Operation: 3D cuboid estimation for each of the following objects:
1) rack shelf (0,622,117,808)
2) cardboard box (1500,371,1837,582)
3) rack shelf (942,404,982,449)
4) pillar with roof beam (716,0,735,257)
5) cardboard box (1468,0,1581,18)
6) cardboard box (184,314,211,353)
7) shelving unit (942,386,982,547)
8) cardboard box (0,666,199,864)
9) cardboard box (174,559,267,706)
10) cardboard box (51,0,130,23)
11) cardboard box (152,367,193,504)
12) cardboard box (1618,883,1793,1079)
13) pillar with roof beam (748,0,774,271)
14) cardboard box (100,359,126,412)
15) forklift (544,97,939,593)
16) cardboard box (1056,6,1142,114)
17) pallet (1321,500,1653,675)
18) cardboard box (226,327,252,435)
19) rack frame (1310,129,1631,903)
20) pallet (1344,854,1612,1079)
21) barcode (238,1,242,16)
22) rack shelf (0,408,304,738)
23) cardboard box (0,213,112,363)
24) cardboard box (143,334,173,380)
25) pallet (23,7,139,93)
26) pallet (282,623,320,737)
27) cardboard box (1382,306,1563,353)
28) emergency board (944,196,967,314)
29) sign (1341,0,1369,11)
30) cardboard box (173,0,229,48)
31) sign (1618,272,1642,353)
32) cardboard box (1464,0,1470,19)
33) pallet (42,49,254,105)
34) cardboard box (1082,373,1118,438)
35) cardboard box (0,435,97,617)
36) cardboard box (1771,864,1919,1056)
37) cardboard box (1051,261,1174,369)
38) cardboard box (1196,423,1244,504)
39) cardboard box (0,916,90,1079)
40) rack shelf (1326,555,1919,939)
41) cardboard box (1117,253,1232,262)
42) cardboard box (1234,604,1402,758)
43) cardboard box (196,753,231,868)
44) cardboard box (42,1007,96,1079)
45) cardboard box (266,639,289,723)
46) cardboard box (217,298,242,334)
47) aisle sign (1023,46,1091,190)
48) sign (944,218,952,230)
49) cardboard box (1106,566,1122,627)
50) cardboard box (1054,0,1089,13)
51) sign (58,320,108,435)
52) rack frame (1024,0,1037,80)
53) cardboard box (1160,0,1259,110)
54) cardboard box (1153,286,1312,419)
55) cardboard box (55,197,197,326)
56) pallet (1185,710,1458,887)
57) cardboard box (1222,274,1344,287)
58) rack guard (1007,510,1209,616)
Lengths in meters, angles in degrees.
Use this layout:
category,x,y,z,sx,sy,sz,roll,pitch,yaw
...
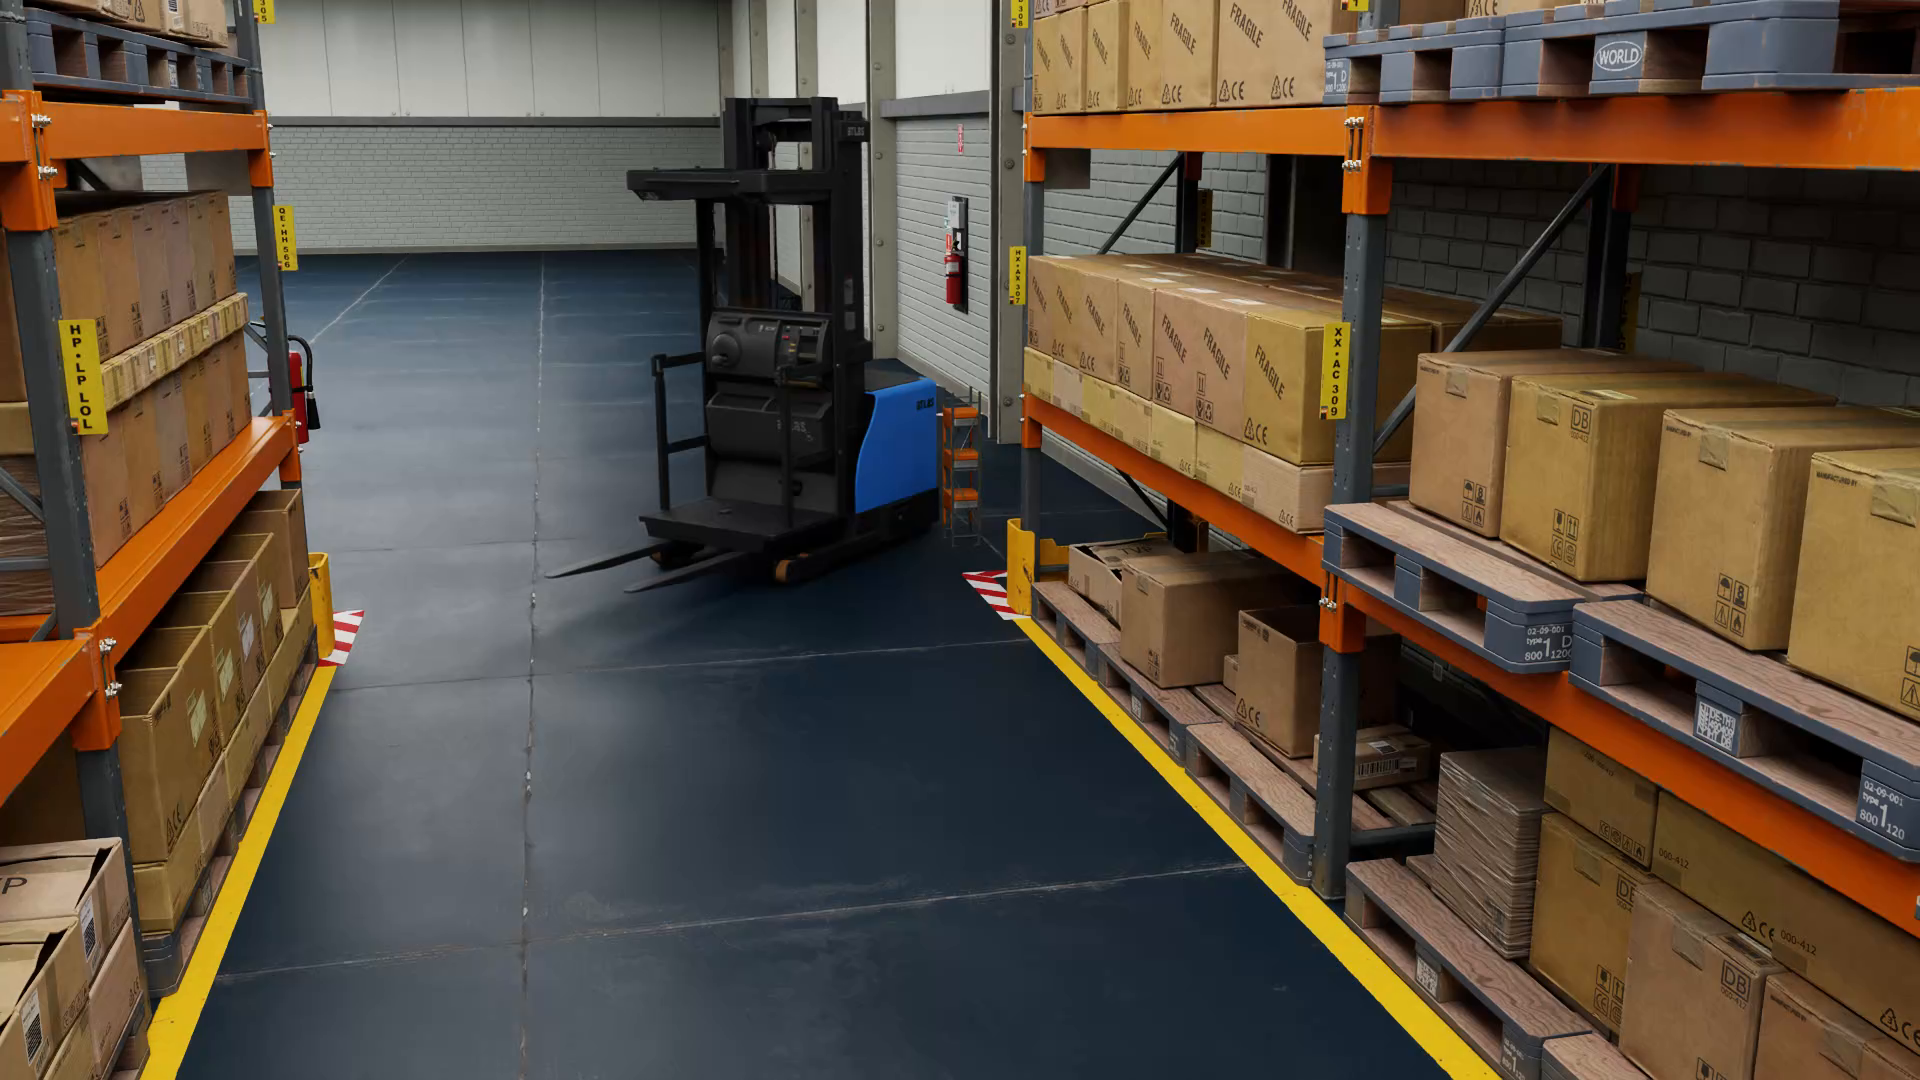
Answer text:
category,x,y,z,sx,sy,sz,roll,pitch,yaw
rack shelf,-2.549,0.906,2.915,1.077,0.370,4.000,-3,14,-13
cardboard box,2.007,-0.196,4.770,0.700,0.500,0.500,-2,14,-7
rack shelf,0.013,-0.763,11.187,0.215,0.259,0.240,-3,14,-13
pillar with roof beam,-9.368,-10.587,35.799,9.100,9.000,0.400,-3,14,-13
cardboard box,1.847,-1.761,4.899,0.500,0.500,0.500,-1,14,-5
cardboard box,-3.441,-0.876,7.115,0.380,0.149,0.250,-3,14,-11
shelving unit,0.013,-0.498,11.252,0.215,1.050,0.252,-3,14,-13
cardboard box,-2.823,0.738,5.415,0.500,0.500,0.500,-3,14,-13
cardboard box,-3.177,0.392,6.831,0.500,0.500,0.500,-3,14,-13
cardboard box,-3.007,-1.846,5.352,0.500,0.311,0.500,-4,14,-16
cardboard box,-3.494,-0.411,6.578,0.700,0.500,0.500,-3,14,-11
cardboard box,2.236,1.224,4.437,0.700,0.500,0.500,-3,14,-13
pillar with roof beam,-7.959,-9.202,30.133,9.100,9.000,0.400,-3,14,-13
cardboard box,-3.077,-0.519,5.655,0.380,0.149,0.250,-3,14,-14
forklift,-1.340,-1.264,10.425,1.130,2.935,3.031,8,16,30
cardboard box,0.784,-2.403,8.370,0.500,0.500,0.500,-2,14,-9
pallet,1.834,0.096,5.119,1.003,0.211,1.213,-3,14,-13
cardboard box,-3.860,-0.768,8.039,0.700,0.500,0.500,-3,14,-13
rack frame,1.796,-0.182,5.852,1.000,3.000,0.127,-3,14,-13
pallet,1.980,1.352,5.448,1.003,0.211,1.213,-3,14,-13
barcode,-3.418,-2.524,7.895,0.001,0.075,0.075,-3,14,-13
rack shelf,-3.488,-0.017,6.692,1.077,0.370,4.000,-3,14,-13
cardboard box,-3.248,-0.802,5.446,0.700,0.500,0.500,-3,14,-13
cardboard box,-3.260,-0.699,6.389,0.380,0.149,0.250,-3,14,-14
pallet,-3.244,-1.514,5.172,1.003,0.211,1.213,-3,14,-13
pallet,-3.737,0.701,8.113,1.003,0.211,1.213,-3,14,-13
cardboard box,1.889,-0.603,6.269,0.500,0.500,0.500,-4,14,-14
emergency board,-0.091,-2.948,17.173,0.194,1.169,0.643,-3,14,-13
sign,1.270,-1.858,5.303,0.100,0.325,0.005,-3,14,-13
cardboard box,-3.431,-2.233,7.063,0.500,0.250,0.500,-3,14,-13
sign,2.335,-0.776,5.844,0.100,0.325,0.005,-3,14,-13
cardboard box,1.926,-1.824,6.002,0.500,0.500,0.500,-3,14,-11
pallet,-3.817,-2.077,7.476,1.003,0.211,1.213,-3,14,-13
cardboard box,0.912,-0.674,8.141,0.500,0.250,0.500,-4,14,-14
cardboard box,-3.129,-0.056,5.124,0.700,0.500,0.500,-4,14,-15
cardboard box,2.317,0.961,3.935,0.500,0.250,0.500,-3,14,-13
cardboard box,0.783,-1.164,8.567,0.500,0.500,0.500,-3,14,-13
cardboard box,1.281,-0.327,6.717,0.500,0.250,0.500,-3,14,-13
cardboard box,-2.516,1.151,4.121,0.500,0.311,0.500,-3,14,-12
rack shelf,2.266,0.629,4.048,1.077,0.370,4.000,-3,14,-13
cardboard box,1.174,-1.309,9.158,0.500,0.500,0.500,-3,14,-14
cardboard box,1.513,0.581,7.067,0.500,0.500,0.500,-4,14,-17
cardboard box,-2.945,0.987,5.975,0.500,0.250,0.500,-3,14,-13
cardboard box,-2.522,1.423,4.191,0.500,0.250,0.500,-4,14,-14
cardboard box,-3.296,0.641,7.391,0.500,0.250,0.500,-3,14,-13
cardboard box,-3.620,-1.054,7.842,0.380,0.149,0.250,-3,14,-12
aisle sign,0.548,-2.367,9.320,0.394,0.787,0.004,-3,14,-13
sign,-0.128,-3.354,17.645,0.001,0.109,0.331,-3,14,-13
cardboard box,1.066,0.284,8.683,0.500,0.311,0.500,-2,14,-9
cardboard box,0.780,-2.885,8.235,0.500,0.500,0.500,-3,14,-14
sign,-2.493,-0.461,4.723,0.100,0.325,0.005,-3,14,-13
rack frame,0.857,-4.019,8.917,1.000,3.000,0.127,-3,14,-13
cardboard box,1.164,-2.043,6.897,0.500,0.500,0.500,-4,14,-15
cardboard box,1.154,-0.807,7.102,0.500,0.500,0.500,-4,14,-15
cardboard box,-3.600,-1.149,6.864,0.700,0.500,0.500,-3,14,-13
pallet,1.604,1.020,6.809,1.003,0.211,1.213,-3,14,-13
cardboard box,1.526,-0.957,7.718,0.500,0.500,0.500,-3,14,-12
rack guard,0.874,0.127,9.854,1.175,0.500,0.348,-3,14,-13
